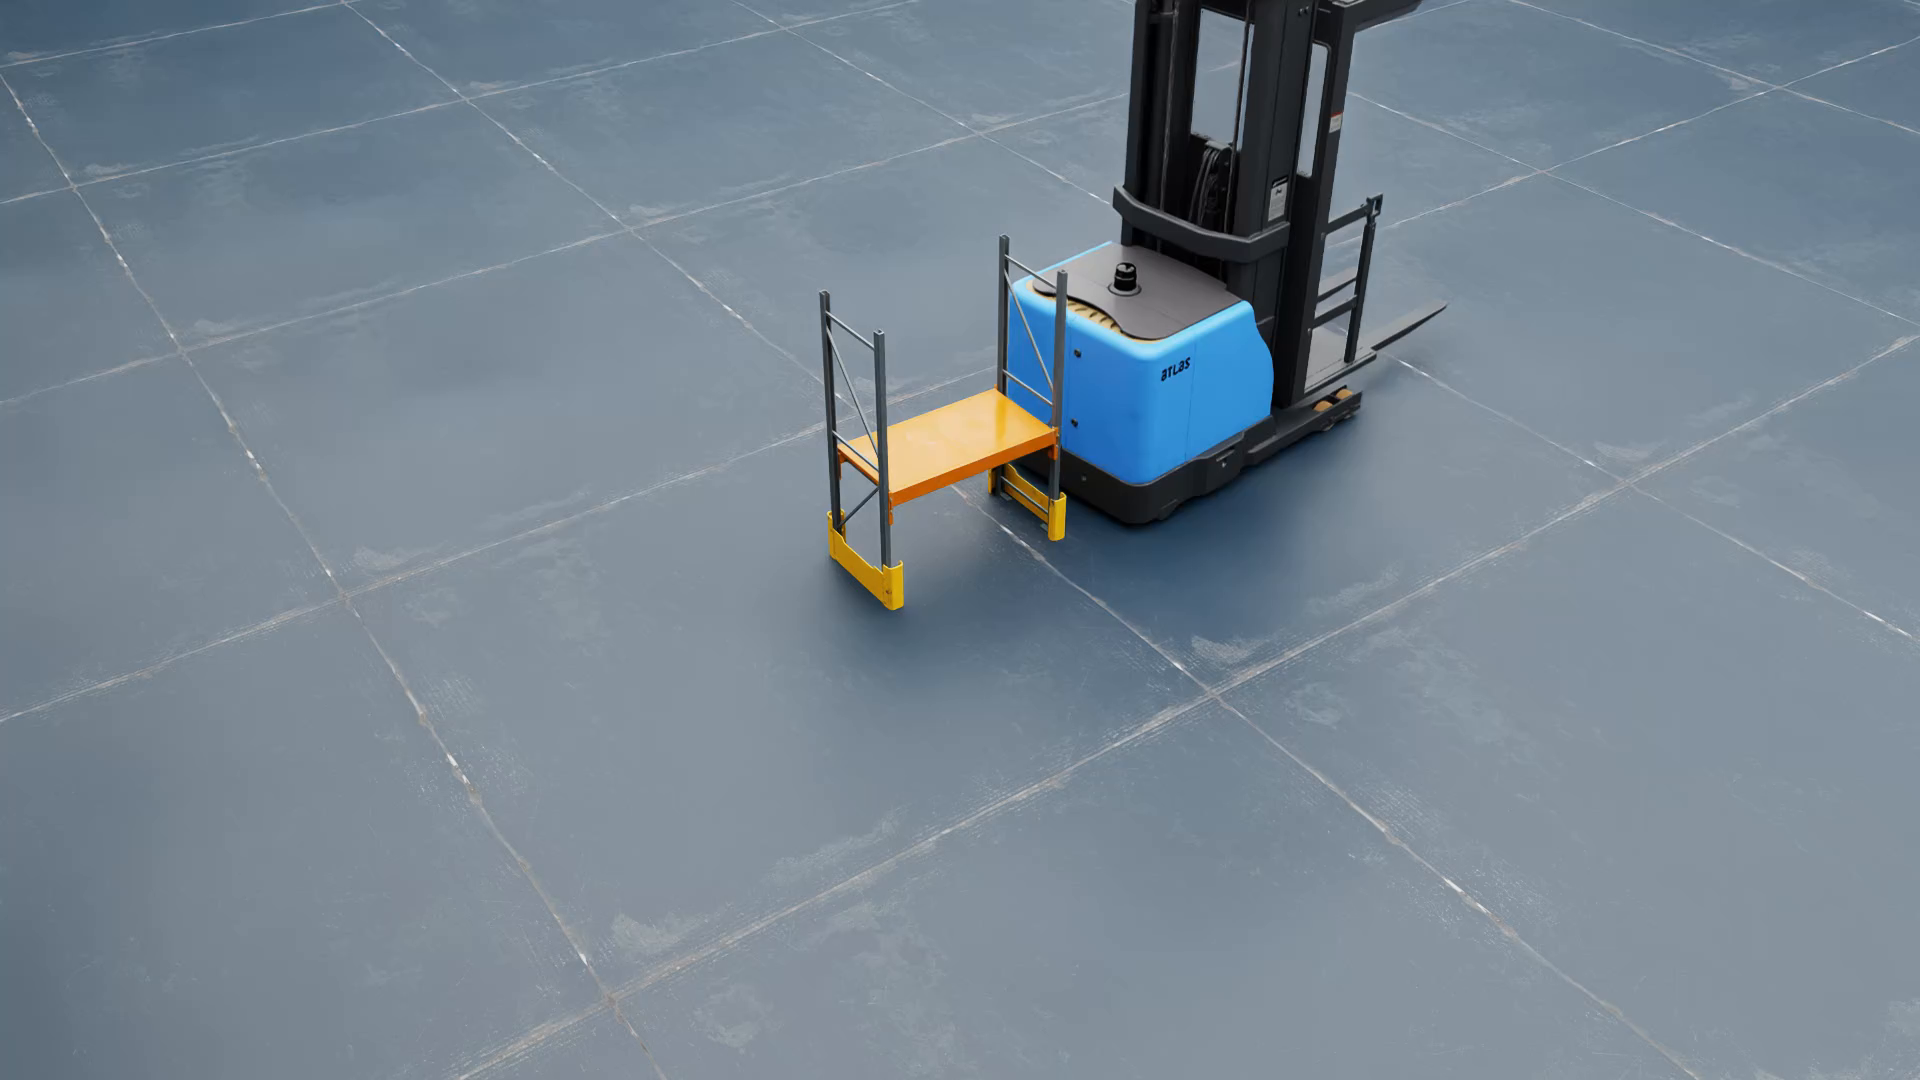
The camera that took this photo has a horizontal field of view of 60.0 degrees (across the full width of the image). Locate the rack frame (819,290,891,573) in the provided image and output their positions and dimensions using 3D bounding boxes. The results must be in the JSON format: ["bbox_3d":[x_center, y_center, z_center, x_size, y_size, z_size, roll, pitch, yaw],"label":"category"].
[{"bbox_3d":[-0.485,-0.409,7.848,0.032,1.500,0.500,-22,41,-28],"label":"rack frame"}]

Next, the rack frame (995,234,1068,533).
[{"bbox_3d":[0.346,-0.751,8.323,0.032,1.500,0.500,-22,41,-28],"label":"rack frame"}]

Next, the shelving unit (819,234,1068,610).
[{"bbox_3d":[-0.062,-0.583,8.090,1.083,1.500,0.587,-22,41,-28],"label":"shelving unit"}]

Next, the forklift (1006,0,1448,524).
[{"bbox_3d":[1.658,-2.010,8.848,3.031,2.935,1.130,-28,44,-33],"label":"forklift"}]

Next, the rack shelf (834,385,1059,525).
[{"bbox_3d":[-0.070,-0.434,8.191,1.000,0.185,0.538,-22,41,-28],"label":"rack shelf"}]

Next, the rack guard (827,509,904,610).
[{"bbox_3d":[-0.469,0.092,8.222,0.087,0.250,0.587,-22,41,-28],"label":"rack guard"}]

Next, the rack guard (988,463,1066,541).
[{"bbox_3d":[0.345,-0.243,8.688,0.087,0.250,0.587,-22,41,-28],"label":"rack guard"}]
